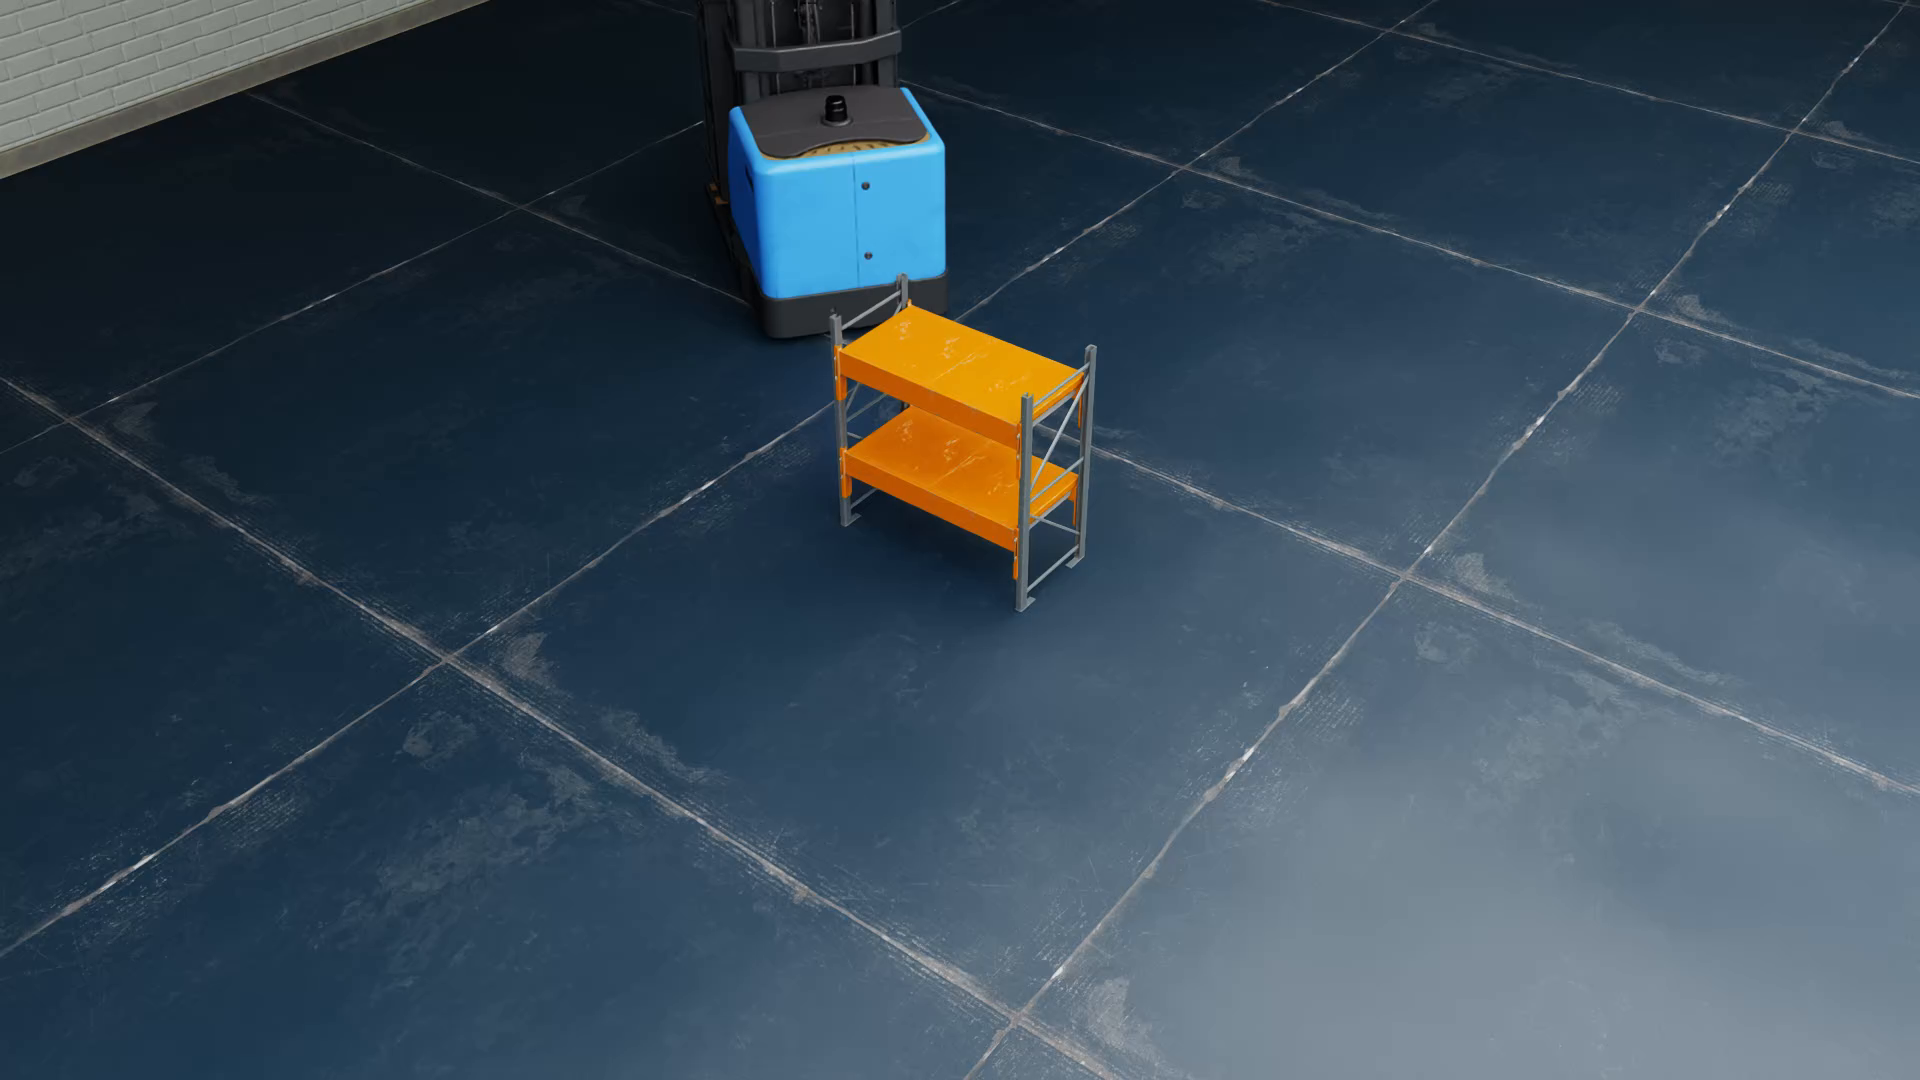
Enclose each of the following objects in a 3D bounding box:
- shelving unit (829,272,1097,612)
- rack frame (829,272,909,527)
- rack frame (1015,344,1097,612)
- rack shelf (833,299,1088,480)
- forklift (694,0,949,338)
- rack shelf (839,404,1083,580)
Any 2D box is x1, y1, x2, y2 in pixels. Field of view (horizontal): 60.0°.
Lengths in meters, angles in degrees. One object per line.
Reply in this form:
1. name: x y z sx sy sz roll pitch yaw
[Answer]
1. shelving unit: 0.005 -0.440 7.400 1.048 1.125 0.538 25 45 29
2. rack frame: -0.398 -0.631 7.643 0.032 1.125 0.500 25 45 29
3. rack frame: 0.409 -0.250 7.157 0.032 1.125 0.500 25 45 29
4. rack shelf: 0.005 -0.671 7.220 1.000 0.278 0.538 25 45 29
5. forklift: -0.963 -3.162 9.412 1.130 2.935 3.031 -10 39 -13
6. rack shelf: 0.005 -0.248 7.551 1.000 0.278 0.538 25 45 29
